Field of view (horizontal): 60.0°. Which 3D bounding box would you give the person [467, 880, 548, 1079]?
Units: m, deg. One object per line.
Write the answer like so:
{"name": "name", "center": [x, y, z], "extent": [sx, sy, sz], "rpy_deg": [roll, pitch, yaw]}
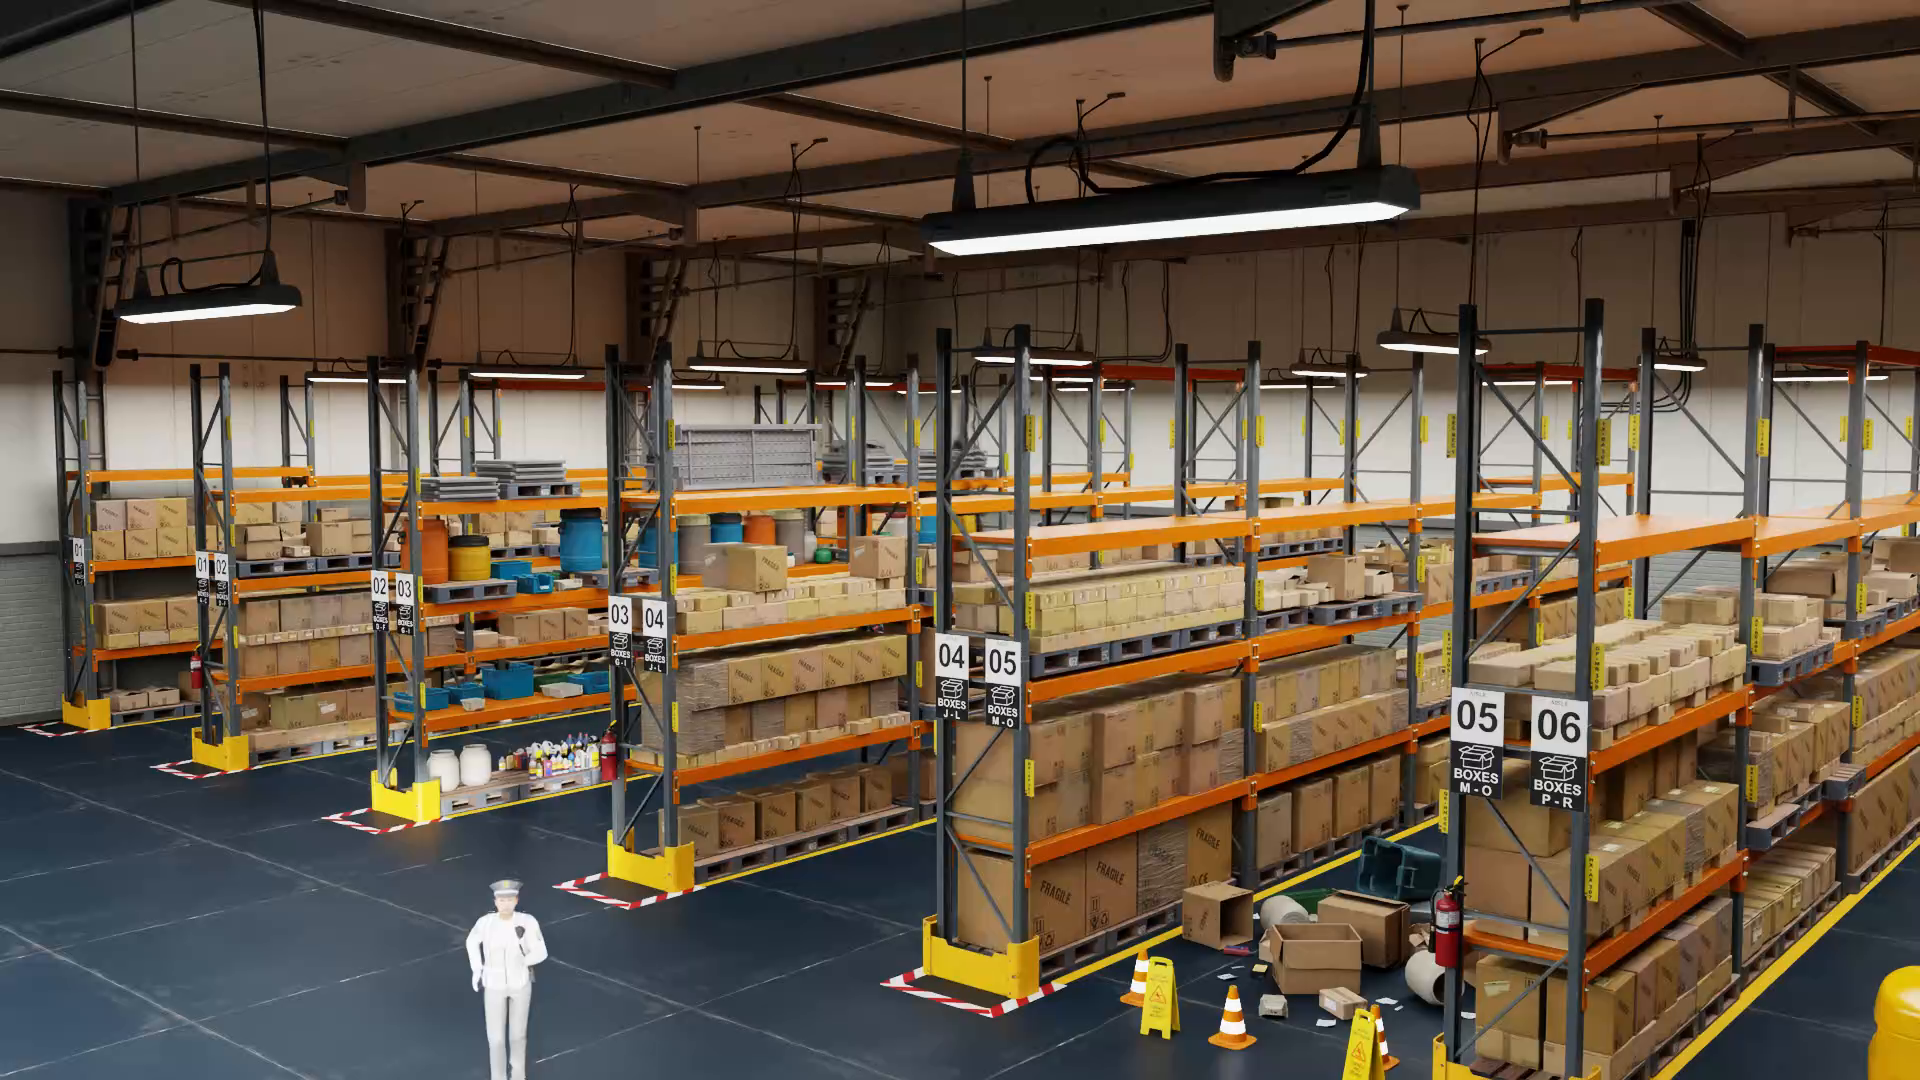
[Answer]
{"name": "person", "center": [-3.431, 3.412, 12.609], "extent": [0.602, 1.746, 0.728], "rpy_deg": [-1, 4, -13]}

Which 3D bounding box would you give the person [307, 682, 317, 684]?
{"name": "person", "center": [-10.776, 2.231, 27.706], "extent": [0.658, 1.757, 1.023], "rpy_deg": [3, 5, 35]}
